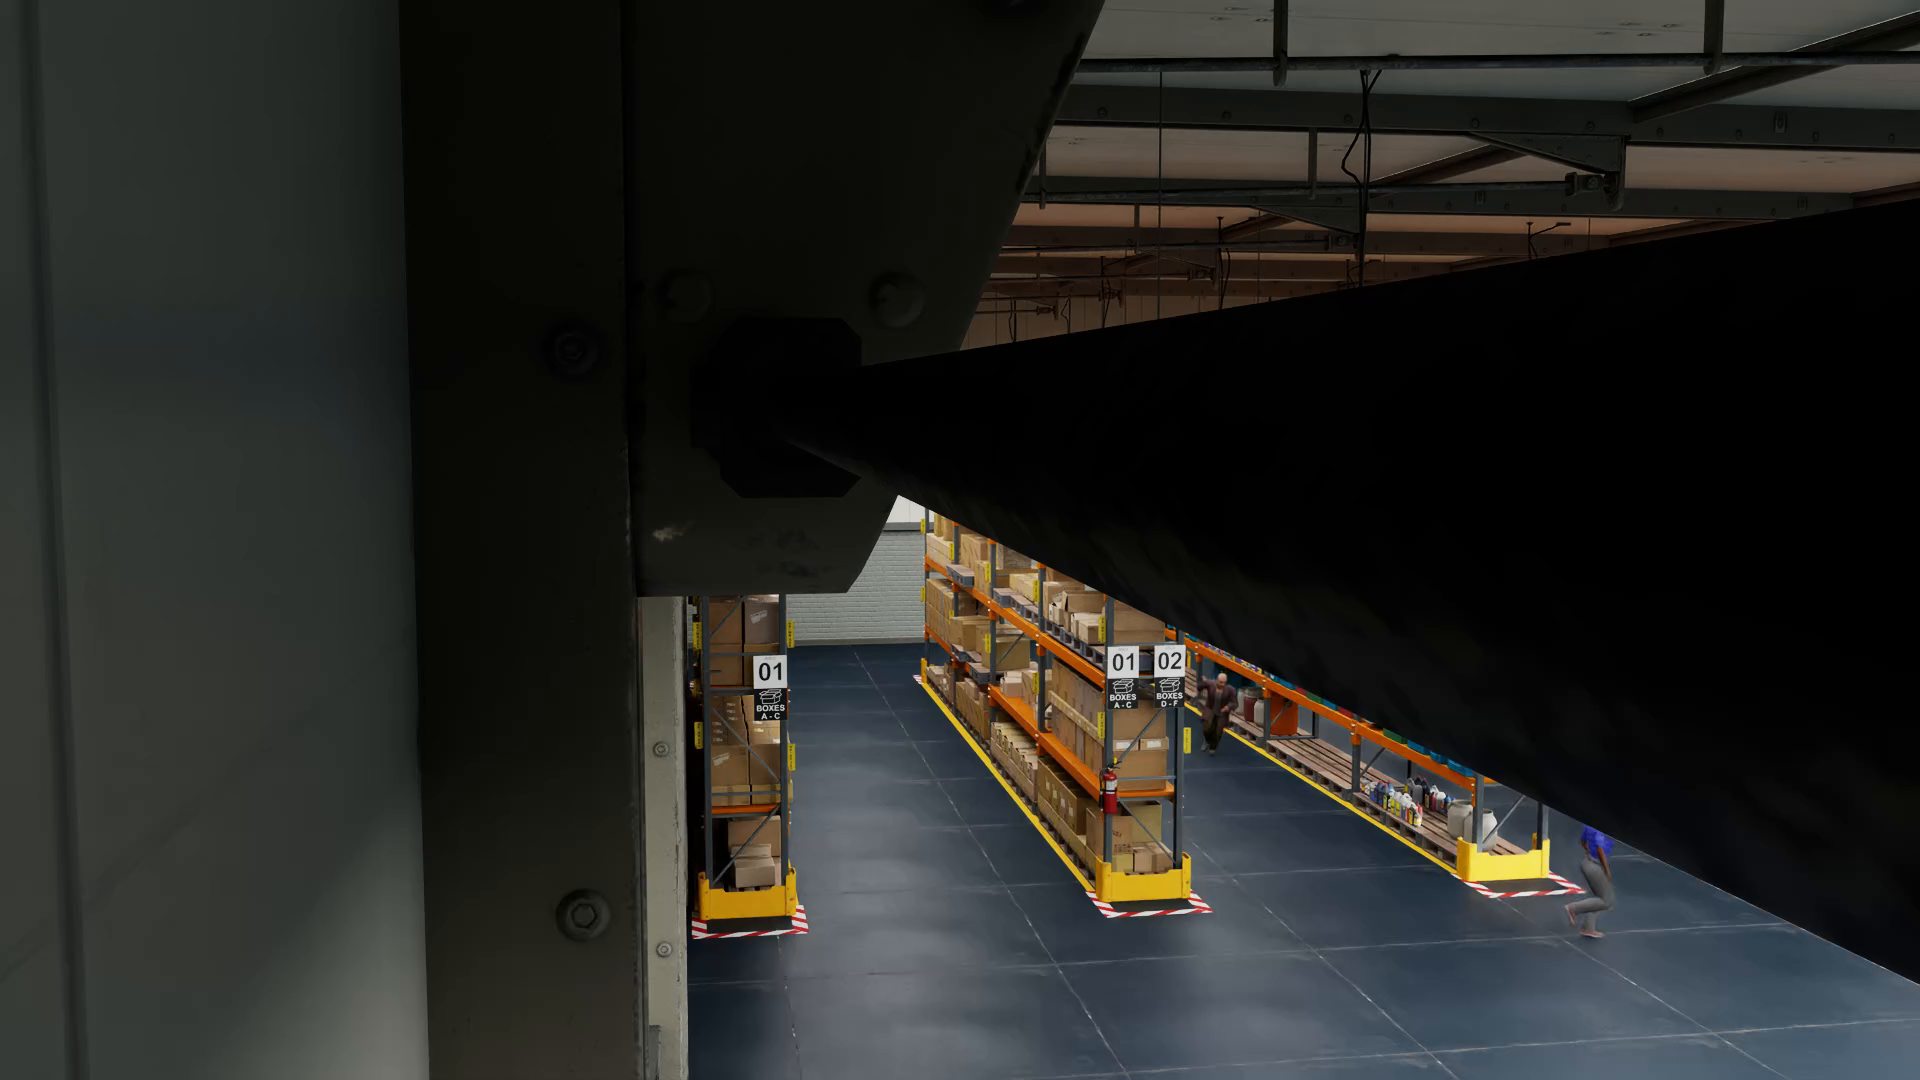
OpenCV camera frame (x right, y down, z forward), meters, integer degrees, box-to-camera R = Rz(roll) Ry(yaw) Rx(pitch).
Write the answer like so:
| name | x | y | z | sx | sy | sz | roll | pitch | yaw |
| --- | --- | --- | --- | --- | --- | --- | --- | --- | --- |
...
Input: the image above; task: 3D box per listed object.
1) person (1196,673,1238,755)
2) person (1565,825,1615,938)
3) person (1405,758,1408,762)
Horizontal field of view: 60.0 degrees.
| name | x | y | z | sx | sy | sz | roll | pitch | yaw |
| --- | --- | --- | --- | --- | --- | --- | --- | --- | --- |
| person | 4.447 | 3.018 | 28.794 | 0.735 | 1.542 | 1.058 | 1 | 5 | 10 |
| person | 7.339 | 3.840 | 19.385 | 0.529 | 1.598 | 0.571 | 1 | 5 | 8 |
| person | 7.915 | 3.000 | 28.171 | 0.691 | 1.665 | 0.655 | 0 | 5 | -5 |
